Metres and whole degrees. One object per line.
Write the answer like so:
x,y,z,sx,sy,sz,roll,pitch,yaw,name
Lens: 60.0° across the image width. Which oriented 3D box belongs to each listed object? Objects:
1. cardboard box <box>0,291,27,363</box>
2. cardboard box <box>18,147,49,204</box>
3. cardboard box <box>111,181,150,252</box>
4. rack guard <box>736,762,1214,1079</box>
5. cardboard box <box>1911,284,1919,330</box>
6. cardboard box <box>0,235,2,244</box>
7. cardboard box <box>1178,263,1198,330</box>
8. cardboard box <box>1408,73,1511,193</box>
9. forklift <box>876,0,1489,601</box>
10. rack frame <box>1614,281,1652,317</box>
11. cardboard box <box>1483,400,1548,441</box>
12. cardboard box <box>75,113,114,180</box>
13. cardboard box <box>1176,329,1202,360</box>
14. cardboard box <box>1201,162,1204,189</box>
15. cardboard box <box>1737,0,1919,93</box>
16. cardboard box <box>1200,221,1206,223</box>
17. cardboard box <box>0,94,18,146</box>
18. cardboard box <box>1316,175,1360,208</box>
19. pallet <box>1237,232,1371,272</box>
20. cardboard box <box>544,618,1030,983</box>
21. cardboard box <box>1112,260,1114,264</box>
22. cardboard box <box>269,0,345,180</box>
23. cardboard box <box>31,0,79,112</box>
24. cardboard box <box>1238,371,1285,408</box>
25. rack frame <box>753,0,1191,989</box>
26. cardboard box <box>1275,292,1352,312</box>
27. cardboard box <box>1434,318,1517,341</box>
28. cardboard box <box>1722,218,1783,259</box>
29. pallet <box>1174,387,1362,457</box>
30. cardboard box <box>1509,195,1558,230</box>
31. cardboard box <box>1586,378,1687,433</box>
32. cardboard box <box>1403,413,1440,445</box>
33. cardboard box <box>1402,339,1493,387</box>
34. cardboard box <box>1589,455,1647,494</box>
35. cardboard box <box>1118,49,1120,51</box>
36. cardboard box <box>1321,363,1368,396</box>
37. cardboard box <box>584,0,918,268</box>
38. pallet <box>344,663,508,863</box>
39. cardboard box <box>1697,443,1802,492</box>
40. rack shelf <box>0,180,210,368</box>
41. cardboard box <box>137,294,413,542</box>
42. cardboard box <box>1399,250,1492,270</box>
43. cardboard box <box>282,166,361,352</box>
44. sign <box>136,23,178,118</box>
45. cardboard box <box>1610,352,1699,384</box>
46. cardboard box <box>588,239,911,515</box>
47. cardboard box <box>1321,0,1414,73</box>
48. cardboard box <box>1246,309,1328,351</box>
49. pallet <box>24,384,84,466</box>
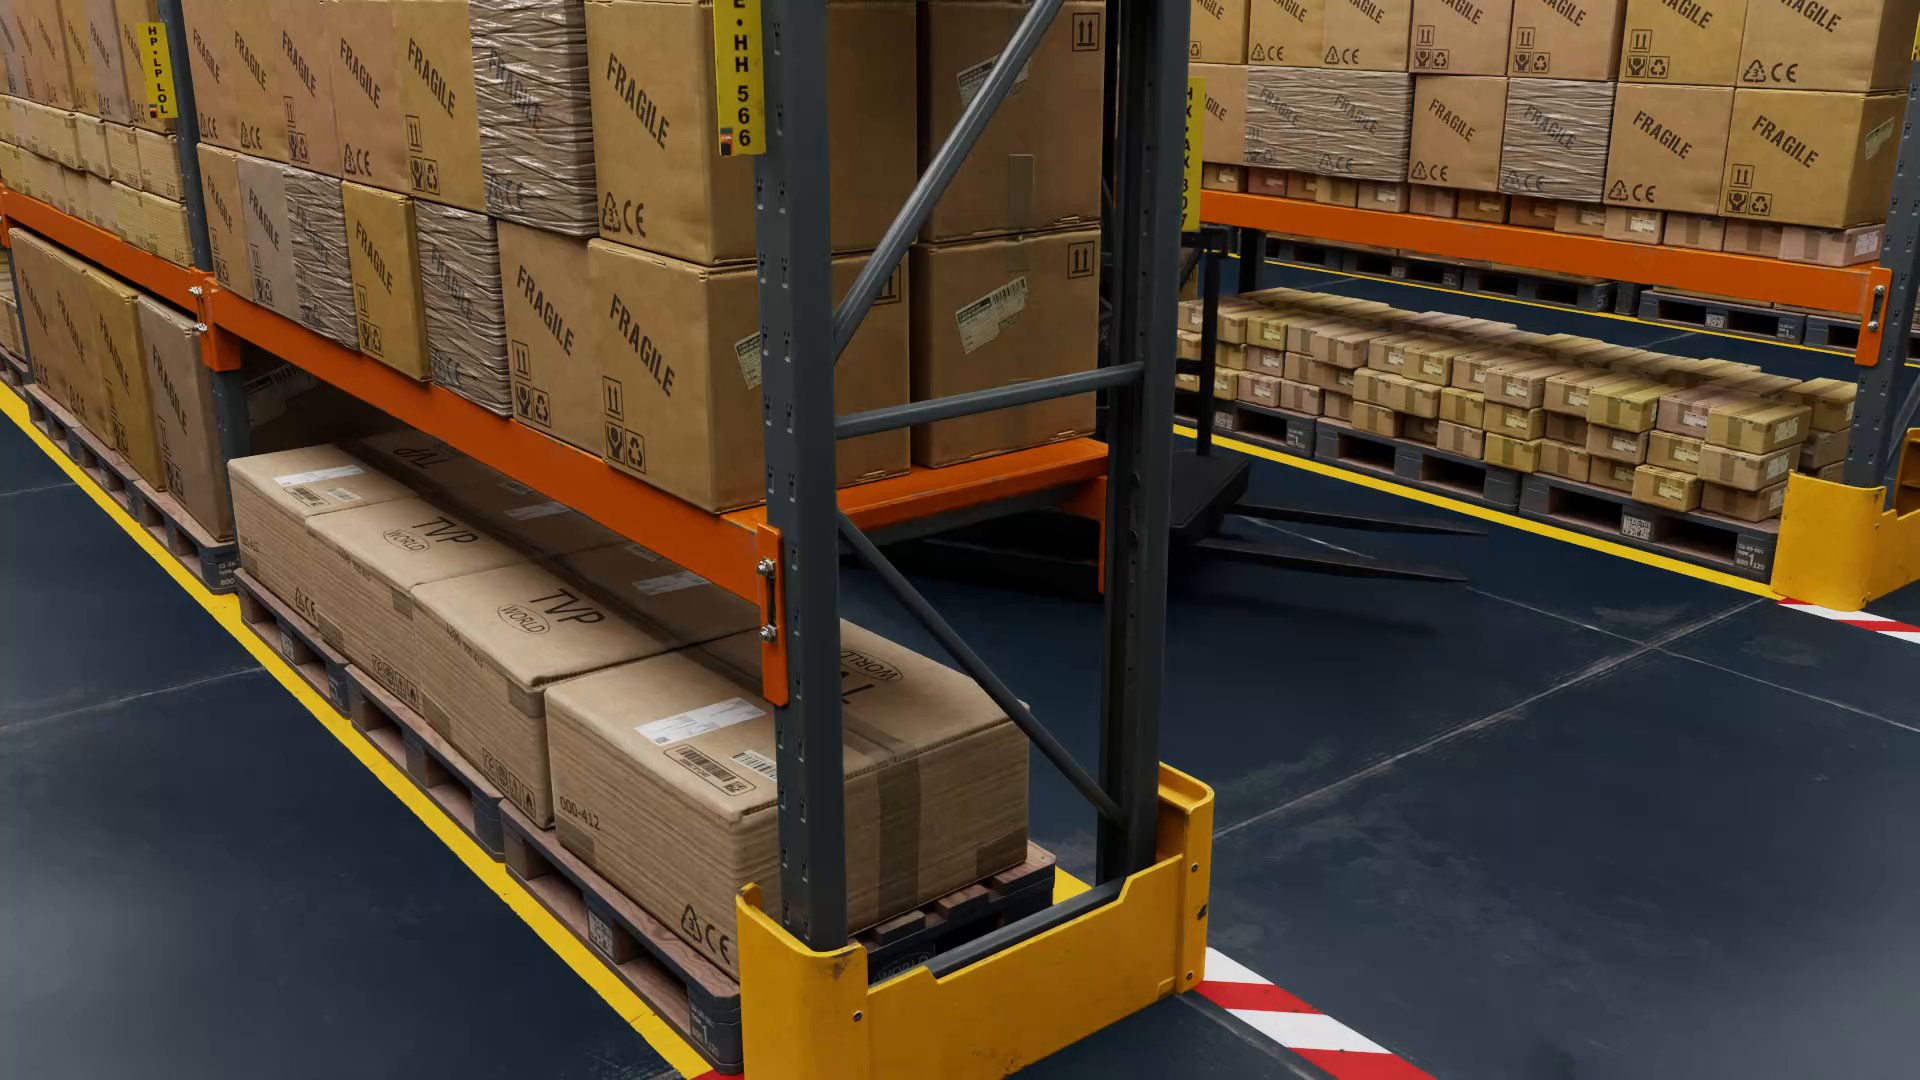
-5.259,-1.344,10.163,0.950,0.372,0.625,-16,24,-40,cardboard box
-4.477,-1.887,8.529,0.500,0.250,0.500,-15,23,-38,cardboard box
-3.224,-1.382,7.002,0.500,0.250,0.500,-14,23,-37,cardboard box
0.066,0.912,3.812,1.175,0.500,0.348,-14,23,-36,rack guard
6.795,-1.771,10.652,0.875,0.875,0.875,-14,23,-36,cardboard box
-7.072,-2.060,12.325,0.950,0.372,0.625,-14,23,-35,cardboard box
1.134,-1.503,10.439,0.500,0.500,0.500,-13,22,-34,cardboard box
2.448,-1.896,7.685,0.500,0.500,0.500,-13,22,-33,cardboard box
0.636,-1.315,6.671,3.031,2.935,1.130,8,20,22,forklift
5.336,-3.200,12.254,1.000,3.000,0.127,-14,23,-36,rack frame
2.662,-0.585,7.753,0.380,0.149,0.250,-14,23,-35,cardboard box
-3.539,-1.741,7.292,0.500,0.250,0.500,-13,23,-35,cardboard box
1.360,-1.092,9.283,0.380,0.149,0.250,-13,22,-34,cardboard box
1.305,-2.004,9.042,0.380,0.149,0.250,-13,22,-34,cardboard box
3.390,-1.999,6.404,0.500,0.500,0.500,-15,23,-37,cardboard box
2.421,-3.369,16.042,0.700,0.500,0.500,-16,24,-39,cardboard box
-4.795,-2.244,8.812,0.500,0.250,0.500,-14,23,-36,cardboard box
1.999,-1.756,8.294,0.380,0.149,0.250,-13,23,-35,cardboard box
3.283,-2.653,15.038,1.003,0.211,1.213,-14,23,-36,pallet
-0.437,0.594,4.206,0.875,0.438,0.875,-15,23,-38,cardboard box
0.725,-1.760,10.020,0.500,0.250,0.500,-15,23,-38,cardboard box
-1.709,-1.369,4.976,0.500,0.500,0.500,-13,23,-35,cardboard box
-3.866,-2.228,7.571,0.500,0.500,0.500,-14,23,-35,cardboard box
1.720,-0.834,8.975,0.380,0.149,0.250,-14,23,-36,cardboard box
0.051,-0.280,3.437,1.000,3.000,0.127,-14,23,-36,rack frame
2.000,-1.293,9.417,0.380,0.149,0.250,-14,23,-35,cardboard box
2.678,-1.041,8.656,0.380,0.149,0.250,-15,24,-38,cardboard box
3.320,-1.246,6.752,0.380,0.149,0.250,-14,23,-36,cardboard box
1.830,-0.774,9.365,1.003,0.211,1.213,-14,23,-36,pallet
2.714,-1.512,7.555,0.380,0.149,0.250,-15,24,-38,cardboard box
2.970,-0.593,7.301,0.380,0.149,0.250,-15,23,-37,cardboard box
2.420,-0.589,8.236,0.380,0.149,0.250,-13,22,-35,cardboard box
2.387,-0.870,8.138,0.380,0.149,0.250,-14,23,-36,cardboard box
3.043,-0.332,7.459,0.380,0.149,0.250,-14,23,-36,cardboard box
1.013,-2.999,10.434,0.380,0.149,0.250,-14,23,-37,cardboard box
2.084,-0.855,8.566,0.380,0.149,0.250,-13,22,-34,cardboard box
-0.435,-0.875,3.482,0.500,0.500,0.500,-13,22,-34,cardboard box
-1.260,0.561,5.331,1.003,0.211,1.213,-14,23,-36,pallet
3.317,-0.333,6.989,0.380,0.149,0.250,-15,23,-38,cardboard box
-3.674,-1.417,8.015,1.077,0.370,4.000,-14,23,-36,rack shelf
-2.880,-0.594,7.095,0.875,0.875,0.875,-13,22,-34,cardboard box
4.368,-2.764,13.651,1.225,0.875,0.875,-15,23,-38,cardboard box
-1.733,-0.898,5.143,0.500,0.500,0.500,-14,23,-36,cardboard box
-2.852,-1.670,5.917,0.100,0.325,0.005,-14,23,-36,sign
3.269,-0.771,7.841,0.380,0.149,0.250,-15,24,-39,cardboard box
-0.456,-0.395,3.624,0.500,0.500,0.500,-14,23,-36,cardboard box
2.097,-2.506,7.937,0.500,0.500,0.500,-14,23,-35,cardboard box
1.757,-1.128,8.917,0.380,0.149,0.250,-14,23,-37,cardboard box
-4.485,-0.719,9.197,1.003,0.211,1.213,-14,23,-36,pallet
